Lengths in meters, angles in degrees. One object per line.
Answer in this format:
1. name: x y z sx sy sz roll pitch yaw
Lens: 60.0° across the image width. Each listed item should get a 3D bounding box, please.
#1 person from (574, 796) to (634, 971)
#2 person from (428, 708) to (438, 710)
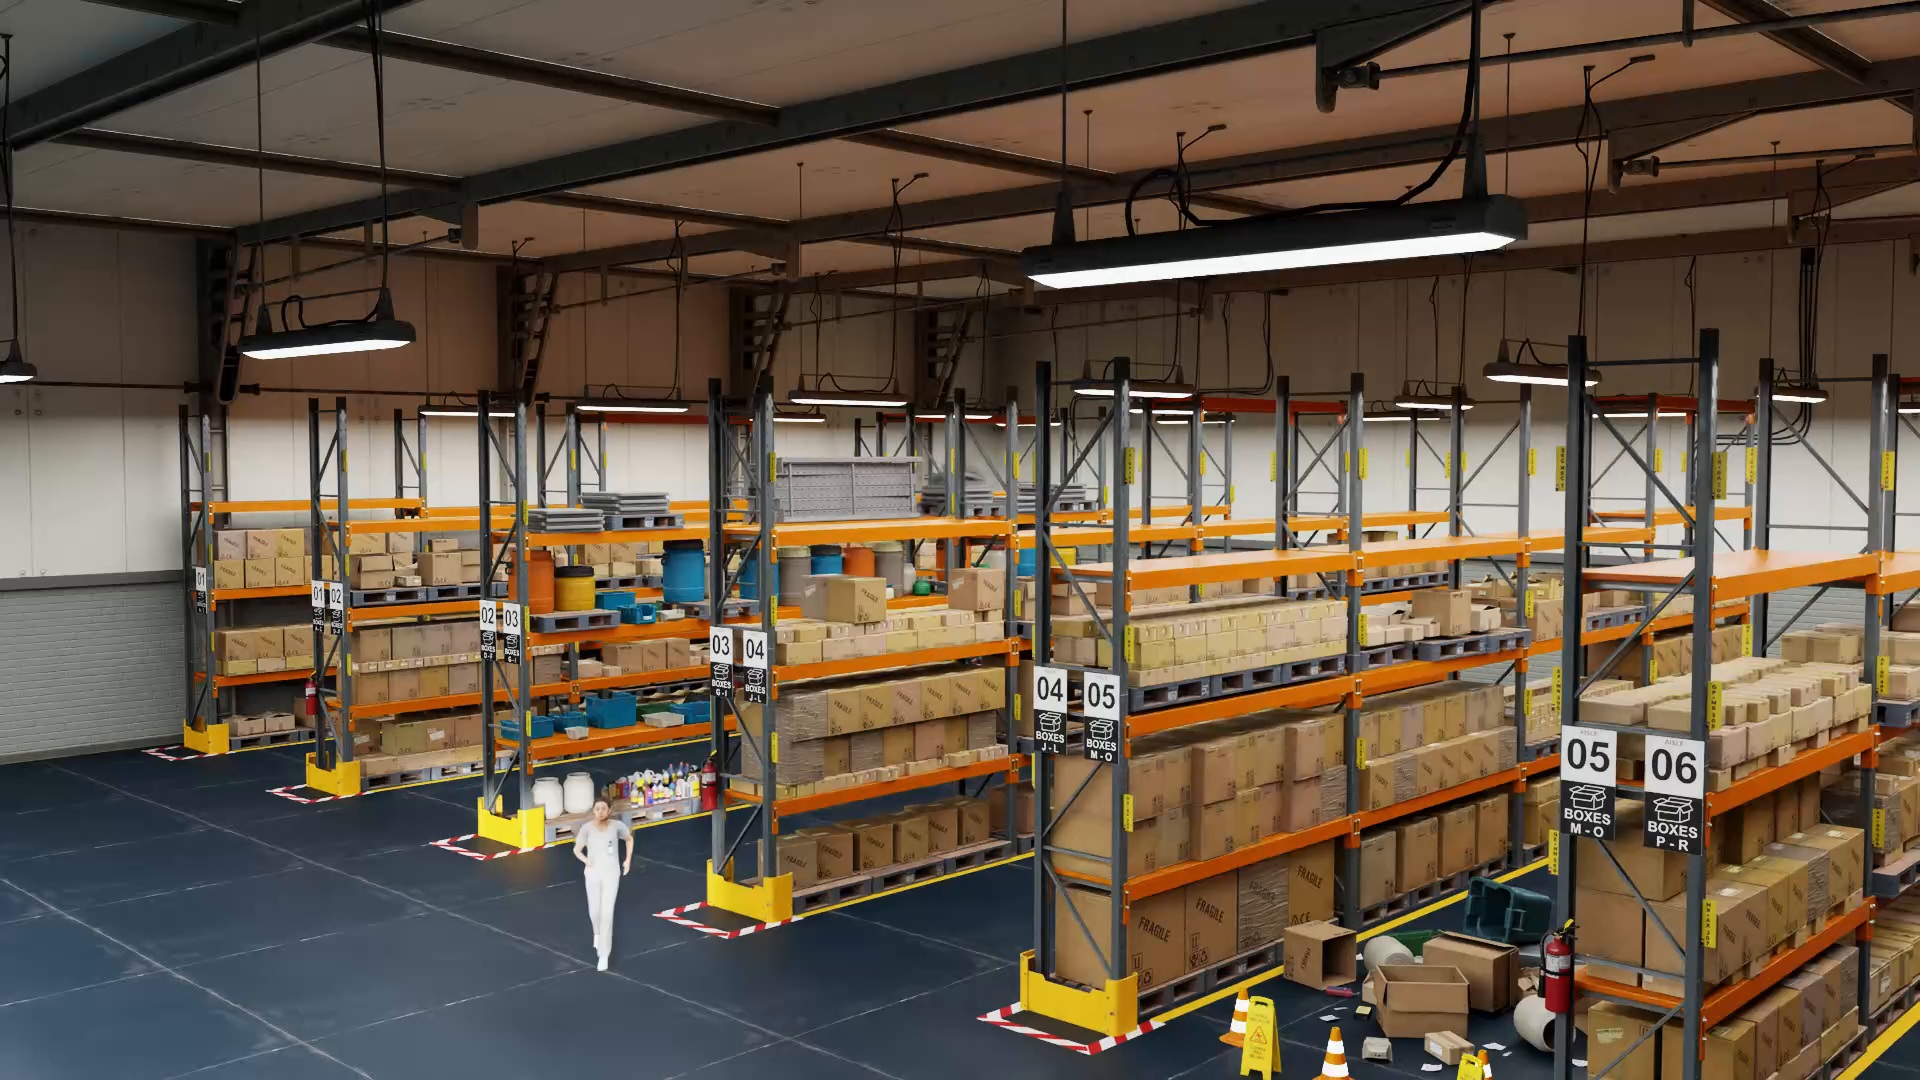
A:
1. person: -3.629 3.434 16.937 0.586 1.685 0.851 0 3 -6
2. person: -9.099 2.779 28.688 0.661 1.697 0.963 2 4 37
